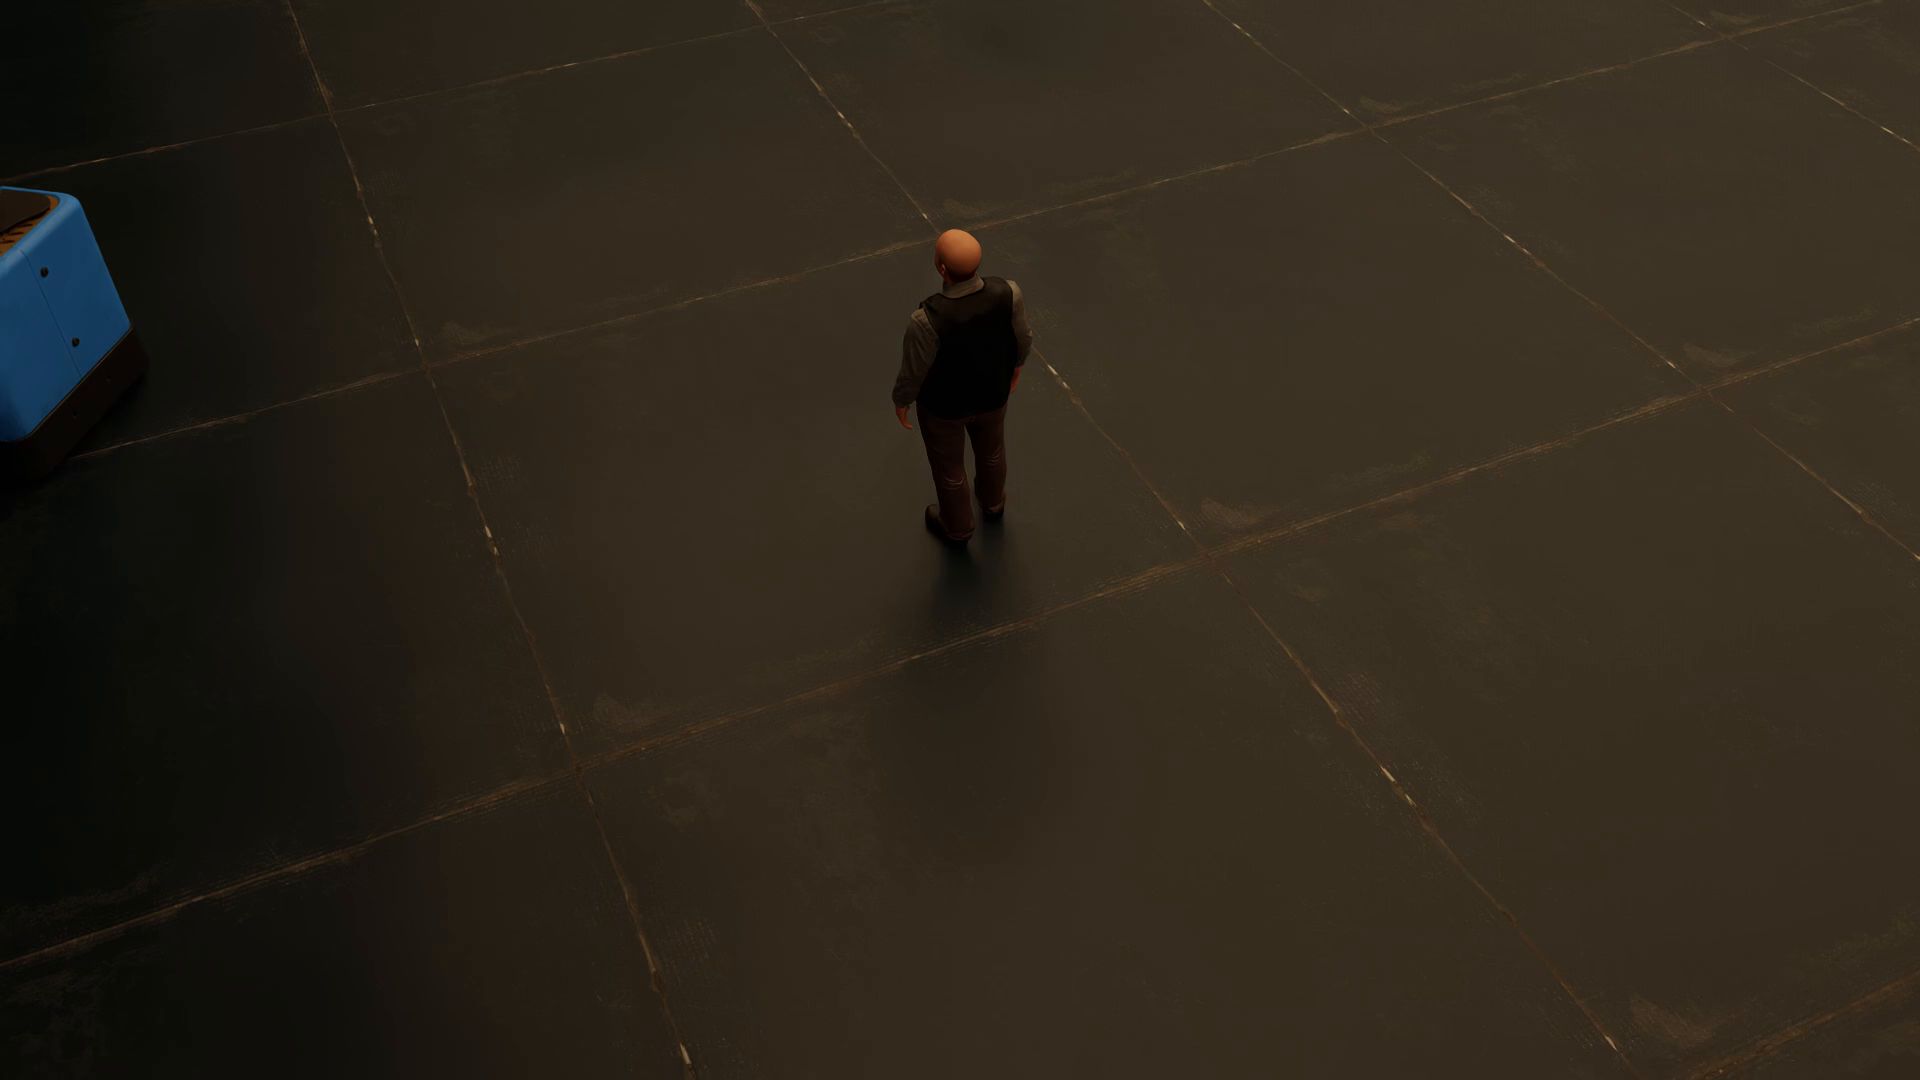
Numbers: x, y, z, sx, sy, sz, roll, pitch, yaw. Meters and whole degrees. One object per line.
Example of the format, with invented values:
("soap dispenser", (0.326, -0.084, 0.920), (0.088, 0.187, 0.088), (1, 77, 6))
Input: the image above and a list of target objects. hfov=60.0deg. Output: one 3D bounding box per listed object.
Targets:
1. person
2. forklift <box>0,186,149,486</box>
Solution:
("person", (-0.022, -0.680, 7.285), (0.632, 1.720, 0.552), (-18, 46, -18))
("forklift", (-5.817, -1.837, 7.648), (3.031, 2.935, 1.130), (8, 44, 8))
